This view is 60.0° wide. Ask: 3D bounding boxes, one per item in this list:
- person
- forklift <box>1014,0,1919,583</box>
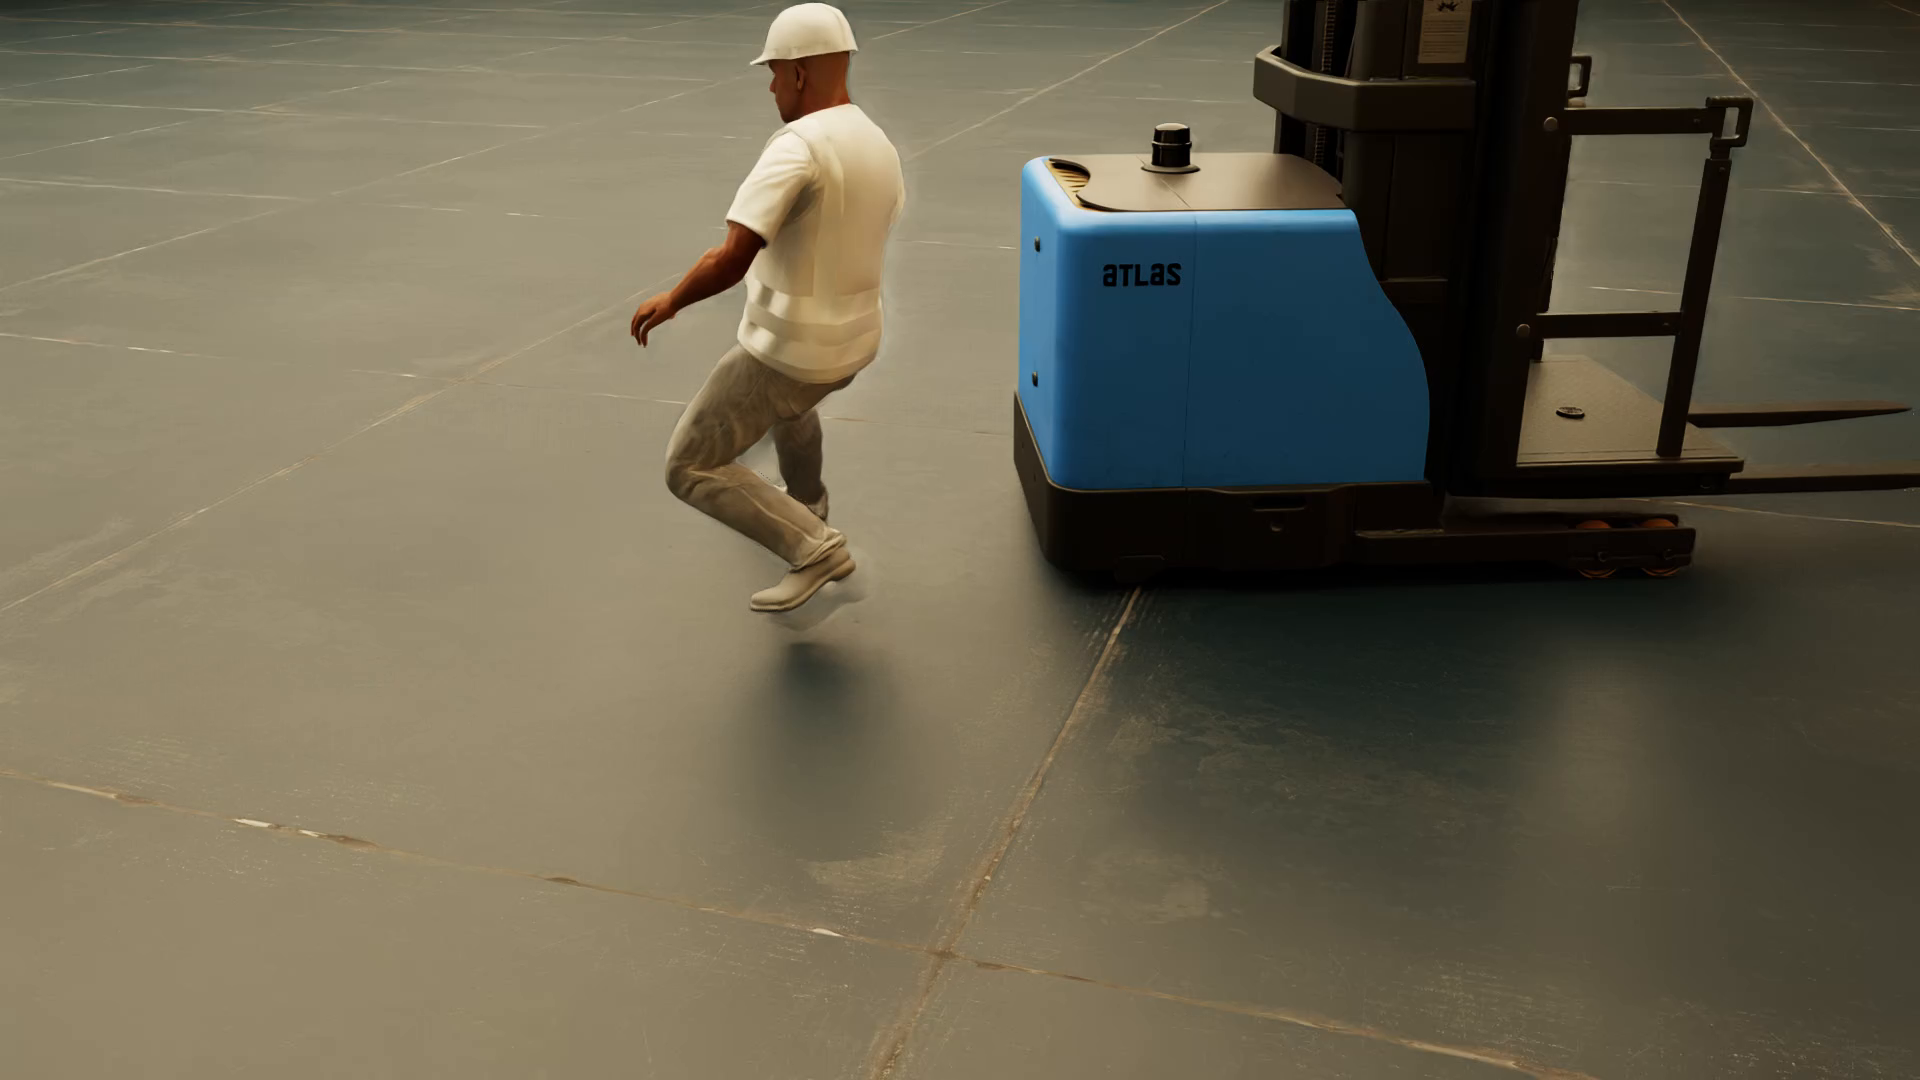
[{"bbox_3d":[-0.519,-0.629,4.493,0.732,1.580,0.881,11,25,26],"label":"person"},{"bbox_3d":[1.724,-1.442,4.774,3.031,2.935,1.130,-2,22,-4],"label":"forklift"}]
